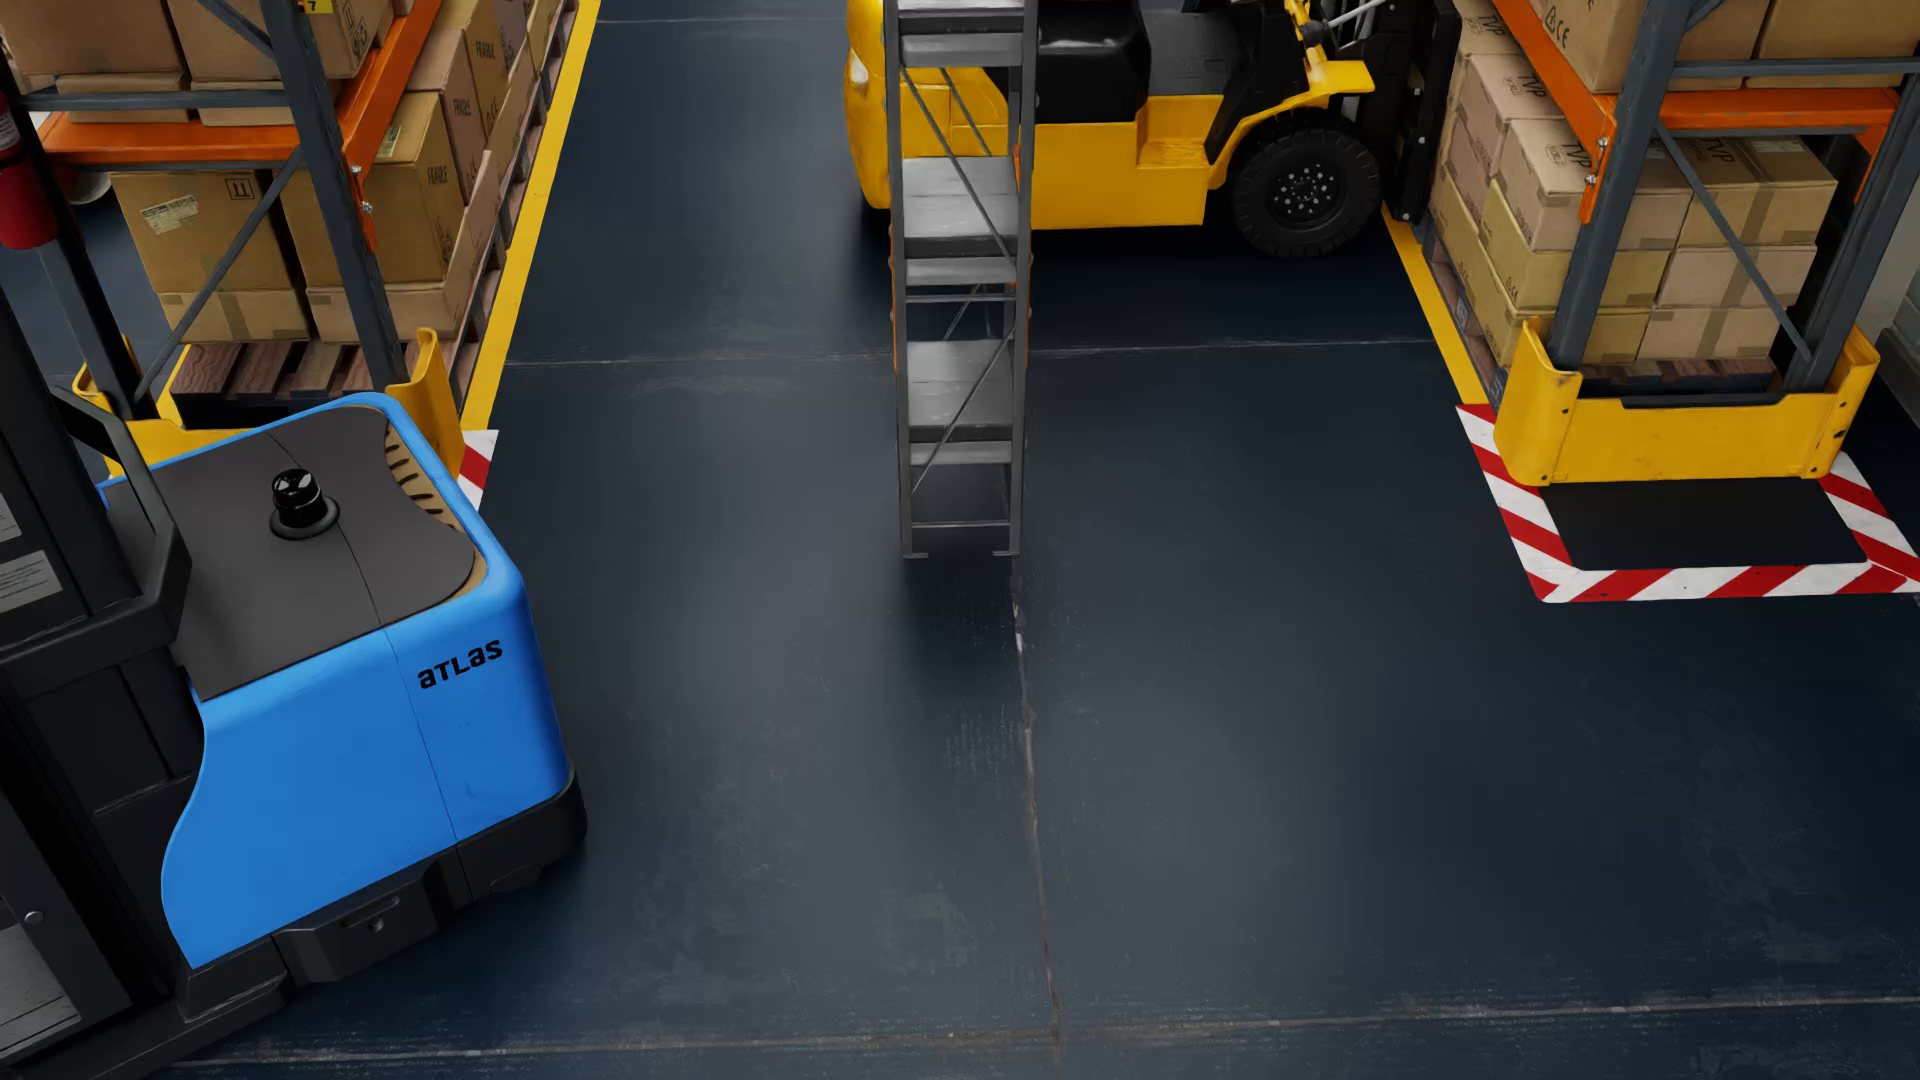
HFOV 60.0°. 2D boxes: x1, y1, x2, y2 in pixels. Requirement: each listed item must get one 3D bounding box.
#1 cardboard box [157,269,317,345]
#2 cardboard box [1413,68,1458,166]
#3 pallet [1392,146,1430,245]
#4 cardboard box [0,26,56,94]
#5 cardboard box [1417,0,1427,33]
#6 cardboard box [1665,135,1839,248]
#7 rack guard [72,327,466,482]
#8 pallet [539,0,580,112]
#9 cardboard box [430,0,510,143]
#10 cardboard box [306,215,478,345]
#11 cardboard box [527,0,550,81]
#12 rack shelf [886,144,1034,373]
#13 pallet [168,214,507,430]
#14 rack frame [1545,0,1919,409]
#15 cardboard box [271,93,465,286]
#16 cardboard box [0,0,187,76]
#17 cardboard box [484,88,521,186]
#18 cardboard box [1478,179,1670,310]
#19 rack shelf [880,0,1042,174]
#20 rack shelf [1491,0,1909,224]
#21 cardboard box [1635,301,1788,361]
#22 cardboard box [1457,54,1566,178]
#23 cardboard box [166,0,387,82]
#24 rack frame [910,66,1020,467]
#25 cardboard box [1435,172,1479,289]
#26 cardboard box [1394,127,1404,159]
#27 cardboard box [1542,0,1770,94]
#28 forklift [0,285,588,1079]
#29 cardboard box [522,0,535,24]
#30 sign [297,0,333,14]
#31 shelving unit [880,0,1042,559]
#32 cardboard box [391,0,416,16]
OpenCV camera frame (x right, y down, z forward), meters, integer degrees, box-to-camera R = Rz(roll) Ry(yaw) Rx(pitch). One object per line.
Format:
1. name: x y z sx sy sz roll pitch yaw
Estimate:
1. cardboard box: -2.699 -0.997 6.342 0.500 0.250 0.500 -2 43 -2
2. cardboard box: 2.177 -1.778 6.824 0.500 0.250 0.500 -3 43 -3
3. pallet: 2.441 -1.755 7.508 1.003 0.211 1.213 -2 43 -2
4. cardboard box: -4.675 -2.382 8.152 0.258 0.266 0.396 -32 51 -30
5. cardboard box: 2.160 -2.285 7.007 0.500 0.250 0.500 -2 43 -3
6. cardboard box: 2.732 -1.286 5.917 0.500 0.250 0.500 -2 43 -2
7. rack guard: -2.399 -0.431 5.850 1.175 0.500 0.348 -2 43 -2
8. pallet: -2.501 -2.521 8.345 1.003 0.211 1.213 -2 43 -2
9. cardboard box: -2.195 -1.979 6.858 0.500 0.500 0.500 -1 43 -1
10. cardboard box: -2.153 -0.995 6.340 0.500 0.250 0.500 -2 43 -2
11. cardboard box: -2.239 -2.392 7.864 0.500 0.250 0.500 -3 43 -3
12. rack shelf: -0.007 -0.876 5.172 0.431 0.518 0.480 -2 43 -2
13. pallet: -2.398 -0.874 6.547 1.003 0.211 1.213 -2 43 -2
14. rack frame: 2.564 -1.446 5.108 1.000 3.000 0.127 -2 43 -2
15. cardboard box: -2.155 -1.287 6.104 0.500 0.500 0.500 -3 43 -3
16. cardboard box: -2.694 -1.806 5.207 0.500 0.500 0.500 -2 43 -3
17. cardboard box: -2.203 -1.708 7.117 0.500 0.250 0.500 1 43 1
18. cardboard box: 2.231 -1.091 6.075 0.500 0.250 0.500 -2 43 -2
19. rack shelf: -0.007 -1.392 4.699 0.431 0.518 0.480 -2 43 -2
20. rack shelf: 2.479 -2.531 6.824 1.077 0.370 4.000 -2 43 -2
21. cardboard box: 2.738 -0.925 6.263 0.500 0.250 0.500 -1 43 -2
22. cardboard box: 2.205 -1.603 6.263 0.500 0.250 0.500 -1 43 -1
23. cardboard box: -2.138 -1.776 5.173 0.500 0.500 0.500 -2 43 -2
24. rack frame: -0.017 -1.051 5.342 0.400 2.100 0.015 -2 43 -2
25. cardboard box: 2.217 -1.232 6.598 0.500 0.250 0.500 -2 43 -2
26. cardboard box: 2.160 -1.920 7.348 0.500 0.250 0.500 0 43 0
27. cardboard box: 2.280 -1.808 5.428 0.500 0.500 0.500 -3 43 -3
28. forklift: -2.567 0.103 3.468 3.031 2.935 1.130 -25 48 -25
29. cardboard box: -2.249 -2.684 7.628 0.500 0.500 0.500 -1 43 -1
30. sign: -1.853 -1.636 4.674 0.100 0.325 0.005 -2 43 -2
31. shelving unit: -0.007 -0.886 5.162 0.431 2.100 0.503 -2 43 -2
32. cardboard box: -2.123 -1.968 5.863 0.380 0.149 0.250 -1 43 -1
